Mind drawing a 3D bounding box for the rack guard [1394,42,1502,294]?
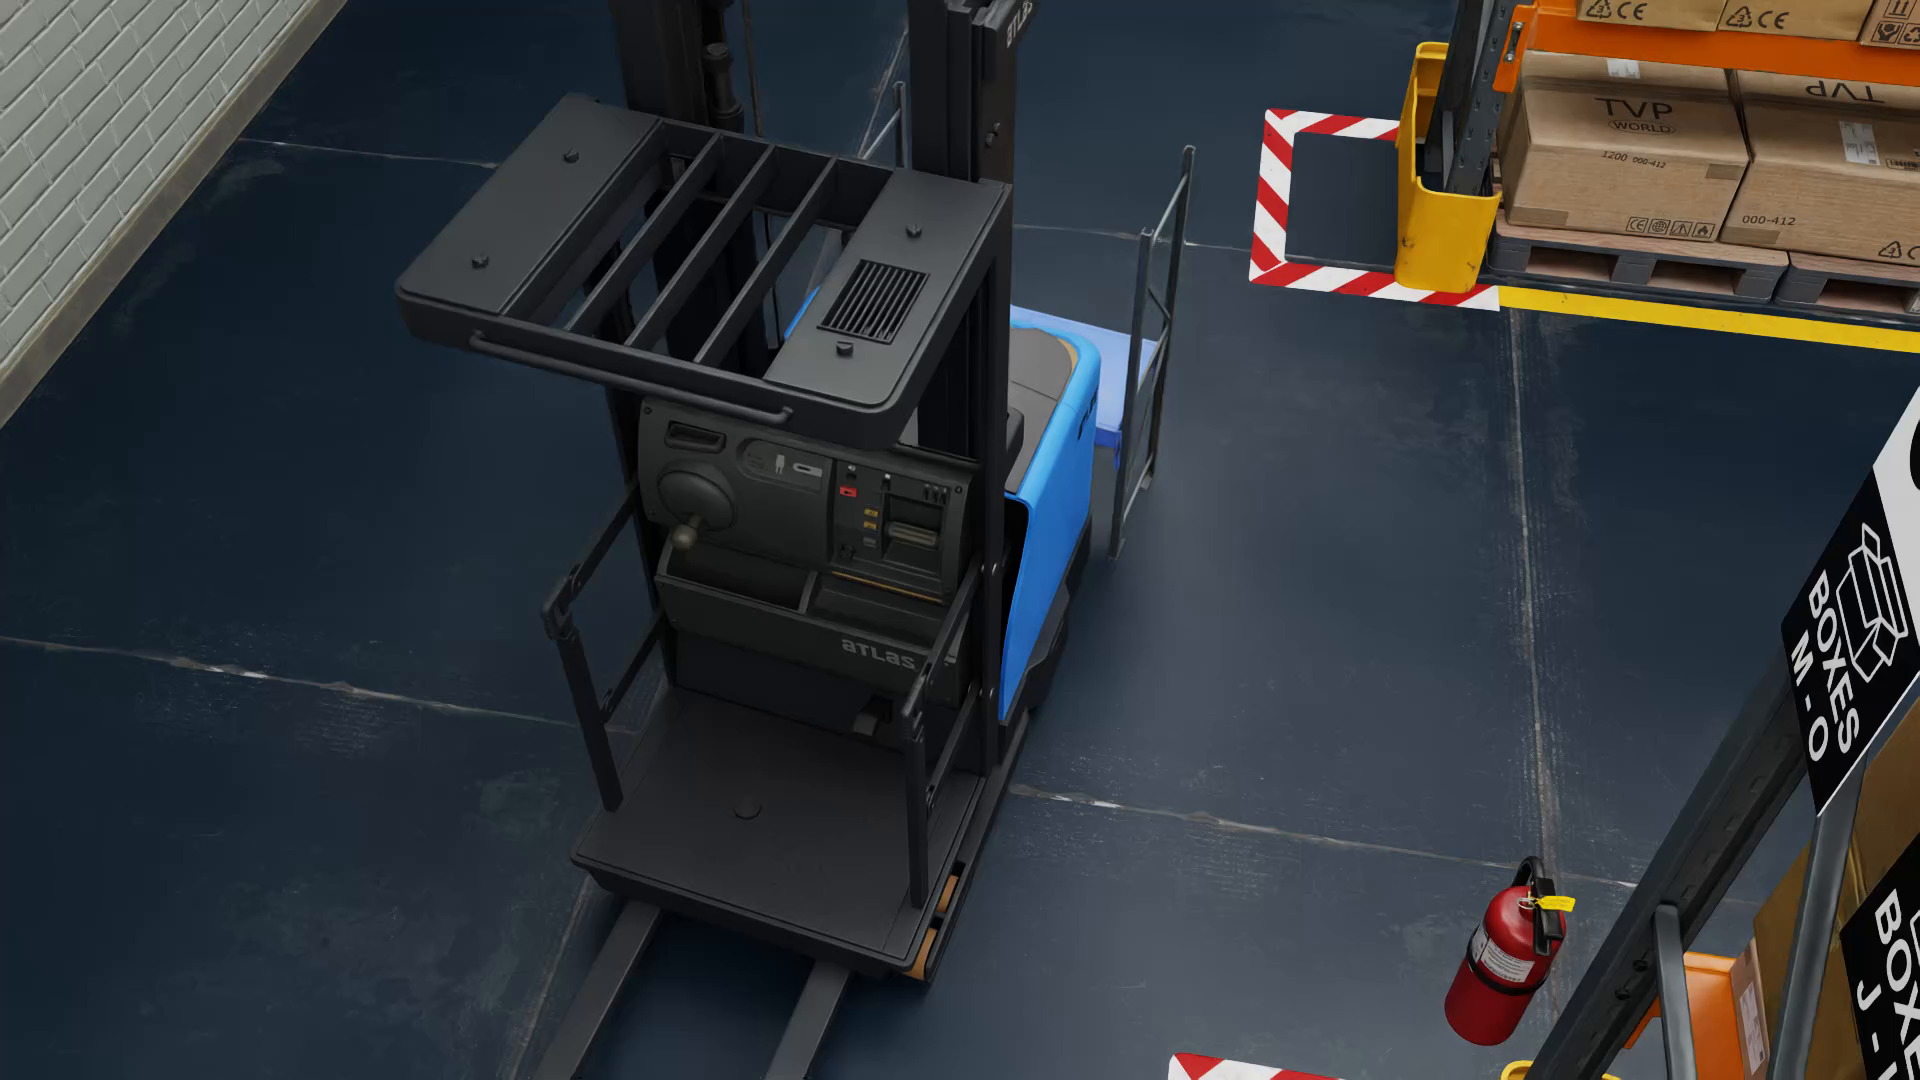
[{"bbox_3d":[2.164,-1.677,7.421,0.348,0.500,1.175,8,49,7],"label":"rack guard"}]

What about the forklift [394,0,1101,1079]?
[{"bbox_3d":[-0.495,-0.001,4.281,1.130,2.935,3.031,15,50,13],"label":"forklift"}]

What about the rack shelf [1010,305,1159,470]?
[{"bbox_3d":[0.184,-0.619,6.040,1.000,0.185,0.538,16,50,14],"label":"rack shelf"}]

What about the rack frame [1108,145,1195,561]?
[{"bbox_3d":[0.657,-0.601,5.782,0.032,1.500,0.500,16,50,14],"label":"rack frame"}]

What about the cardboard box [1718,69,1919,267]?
[{"bbox_3d":[3.757,-1.664,7.169,0.875,0.438,0.875,9,49,8],"label":"cardboard box"}]

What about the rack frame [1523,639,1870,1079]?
[{"bbox_3d":[1.406,1.130,3.218,0.053,2.616,0.949,8,49,7],"label":"rack frame"}]

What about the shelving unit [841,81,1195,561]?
[{"bbox_3d":[0.184,-0.739,5.906,1.048,1.500,0.538,16,50,14],"label":"shelving unit"}]

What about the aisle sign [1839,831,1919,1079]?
[{"bbox_3d":[1.281,0.468,2.065,0.004,0.787,0.394,8,49,7],"label":"aisle sign"}]

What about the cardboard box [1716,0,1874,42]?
[{"bbox_3d":[3.112,-2.222,6.163,0.500,0.500,0.500,7,48,6],"label":"cardboard box"}]

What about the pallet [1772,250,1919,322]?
[{"bbox_3d":[4.185,-1.366,7.335,1.213,0.211,1.003,8,49,7],"label":"pallet"}]

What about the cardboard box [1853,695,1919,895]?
[{"bbox_3d":[1.901,0.539,2.810,0.500,0.500,0.500,7,48,6],"label":"cardboard box"}]

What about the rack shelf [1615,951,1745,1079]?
[{"bbox_3d":[3.375,1.632,3.250,4.000,0.370,1.077,8,49,7],"label":"rack shelf"}]

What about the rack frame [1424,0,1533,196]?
[{"bbox_3d":[2.188,-2.509,6.488,0.127,3.000,1.000,8,49,7],"label":"rack frame"}]

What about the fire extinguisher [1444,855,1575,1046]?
[{"bbox_3d":[1.241,0.907,3.721,0.183,0.674,0.296,8,49,7],"label":"fire extinguisher"}]

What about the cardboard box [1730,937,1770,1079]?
[{"bbox_3d":[1.778,1.048,3.461,0.250,0.149,0.380,8,49,7],"label":"cardboard box"}]

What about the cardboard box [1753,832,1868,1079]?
[{"bbox_3d":[1.895,0.866,3.188,0.500,0.500,0.500,9,49,8],"label":"cardboard box"}]

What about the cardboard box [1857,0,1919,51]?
[{"bbox_3d":[3.609,-2.142,6.091,0.500,0.500,0.500,7,48,7],"label":"cardboard box"}]

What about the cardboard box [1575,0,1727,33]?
[{"bbox_3d":[2.609,-2.269,6.205,0.500,0.500,0.500,7,48,7],"label":"cardboard box"}]

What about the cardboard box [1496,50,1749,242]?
[{"bbox_3d":[2.855,-1.779,7.272,0.875,0.438,0.875,6,48,6],"label":"cardboard box"}]

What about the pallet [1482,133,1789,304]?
[{"bbox_3d":[2.988,-1.529,7.482,1.213,0.211,1.003,8,49,7],"label":"pallet"}]

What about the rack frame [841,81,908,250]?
[{"bbox_3d":[-0.290,-0.877,6.030,0.032,1.500,0.500,16,50,14],"label":"rack frame"}]

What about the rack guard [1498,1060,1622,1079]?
[{"bbox_3d":[1.481,1.973,4.141,0.348,0.500,1.175,8,49,7],"label":"rack guard"}]

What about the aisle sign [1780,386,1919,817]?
[{"bbox_3d":[1.388,0.029,2.459,0.004,0.787,0.394,8,49,7],"label":"aisle sign"}]

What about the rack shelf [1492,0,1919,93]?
[{"bbox_3d":[4.156,-2.004,6.518,4.000,0.370,1.077,8,49,7],"label":"rack shelf"}]
